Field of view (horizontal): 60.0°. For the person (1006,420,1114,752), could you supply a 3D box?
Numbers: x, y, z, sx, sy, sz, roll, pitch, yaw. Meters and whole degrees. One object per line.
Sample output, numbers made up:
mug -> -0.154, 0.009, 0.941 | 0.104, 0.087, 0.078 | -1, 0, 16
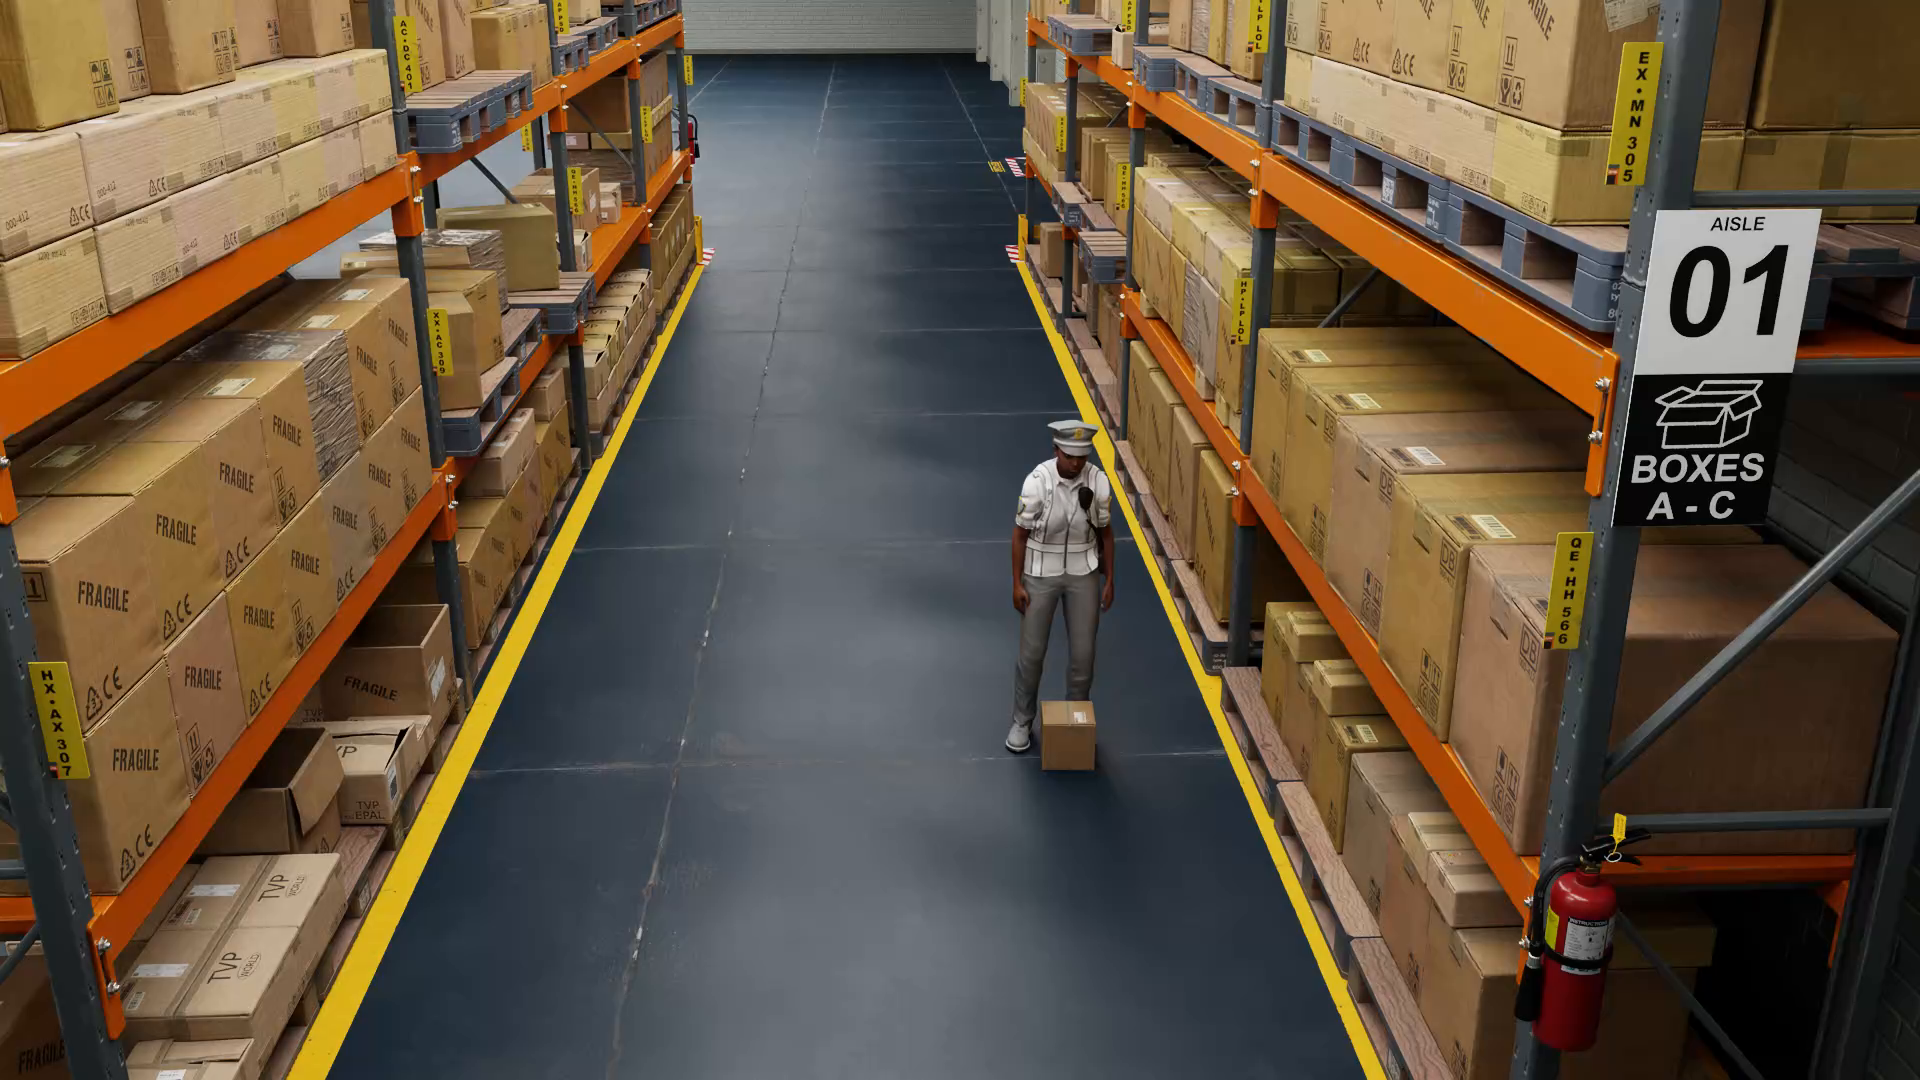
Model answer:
person -> 0.483, 0.204, 8.028 | 0.532, 1.664, 0.391 | -2, 21, -6
